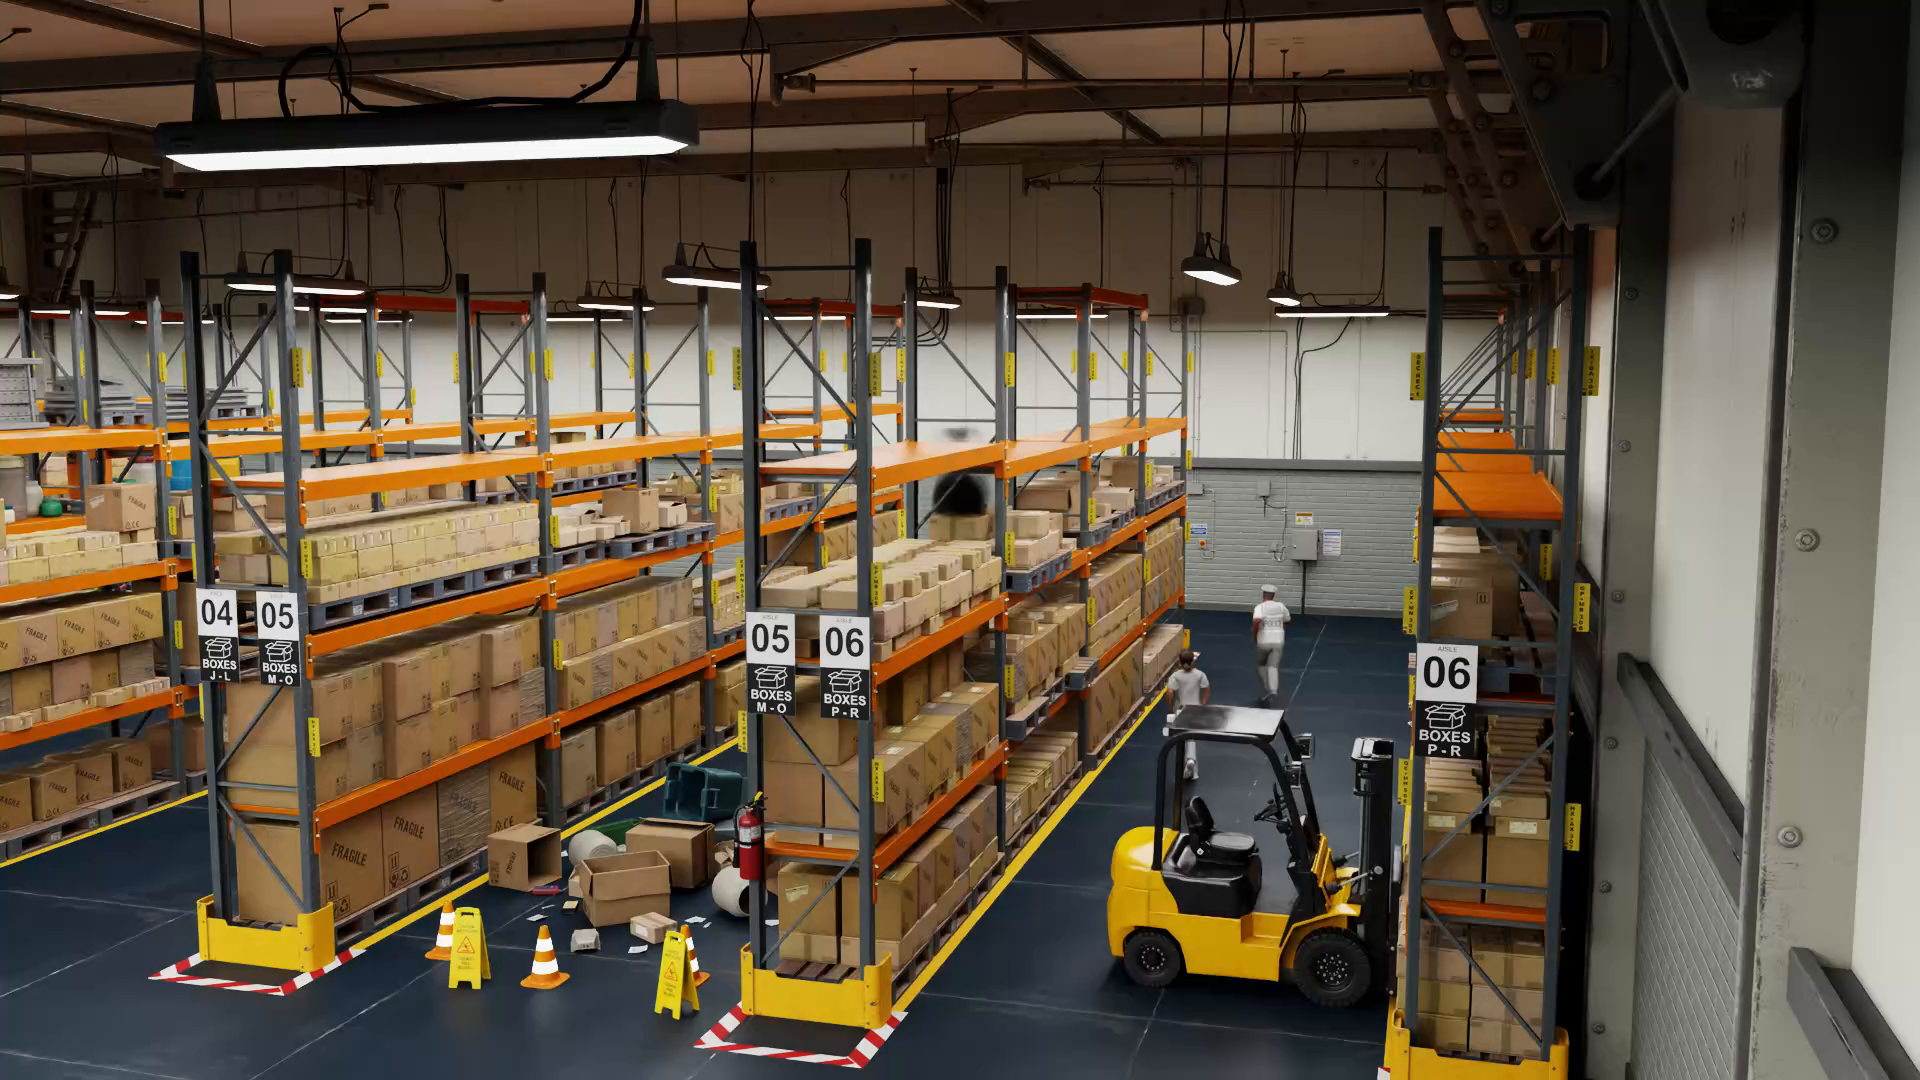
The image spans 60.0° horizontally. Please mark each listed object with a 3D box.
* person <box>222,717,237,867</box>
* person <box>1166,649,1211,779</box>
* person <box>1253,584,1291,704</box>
[{"bbox_3d":[-7.253,2.500,16.835,0.598,1.589,0.752,-1,7,-12],"label":"person"},{"bbox_3d":[2.755,2.132,20.005,0.558,1.611,0.642,0,6,-2],"label":"person"},{"bbox_3d":[4.613,1.567,24.549,0.630,1.751,0.833,0,6,-3],"label":"person"}]
